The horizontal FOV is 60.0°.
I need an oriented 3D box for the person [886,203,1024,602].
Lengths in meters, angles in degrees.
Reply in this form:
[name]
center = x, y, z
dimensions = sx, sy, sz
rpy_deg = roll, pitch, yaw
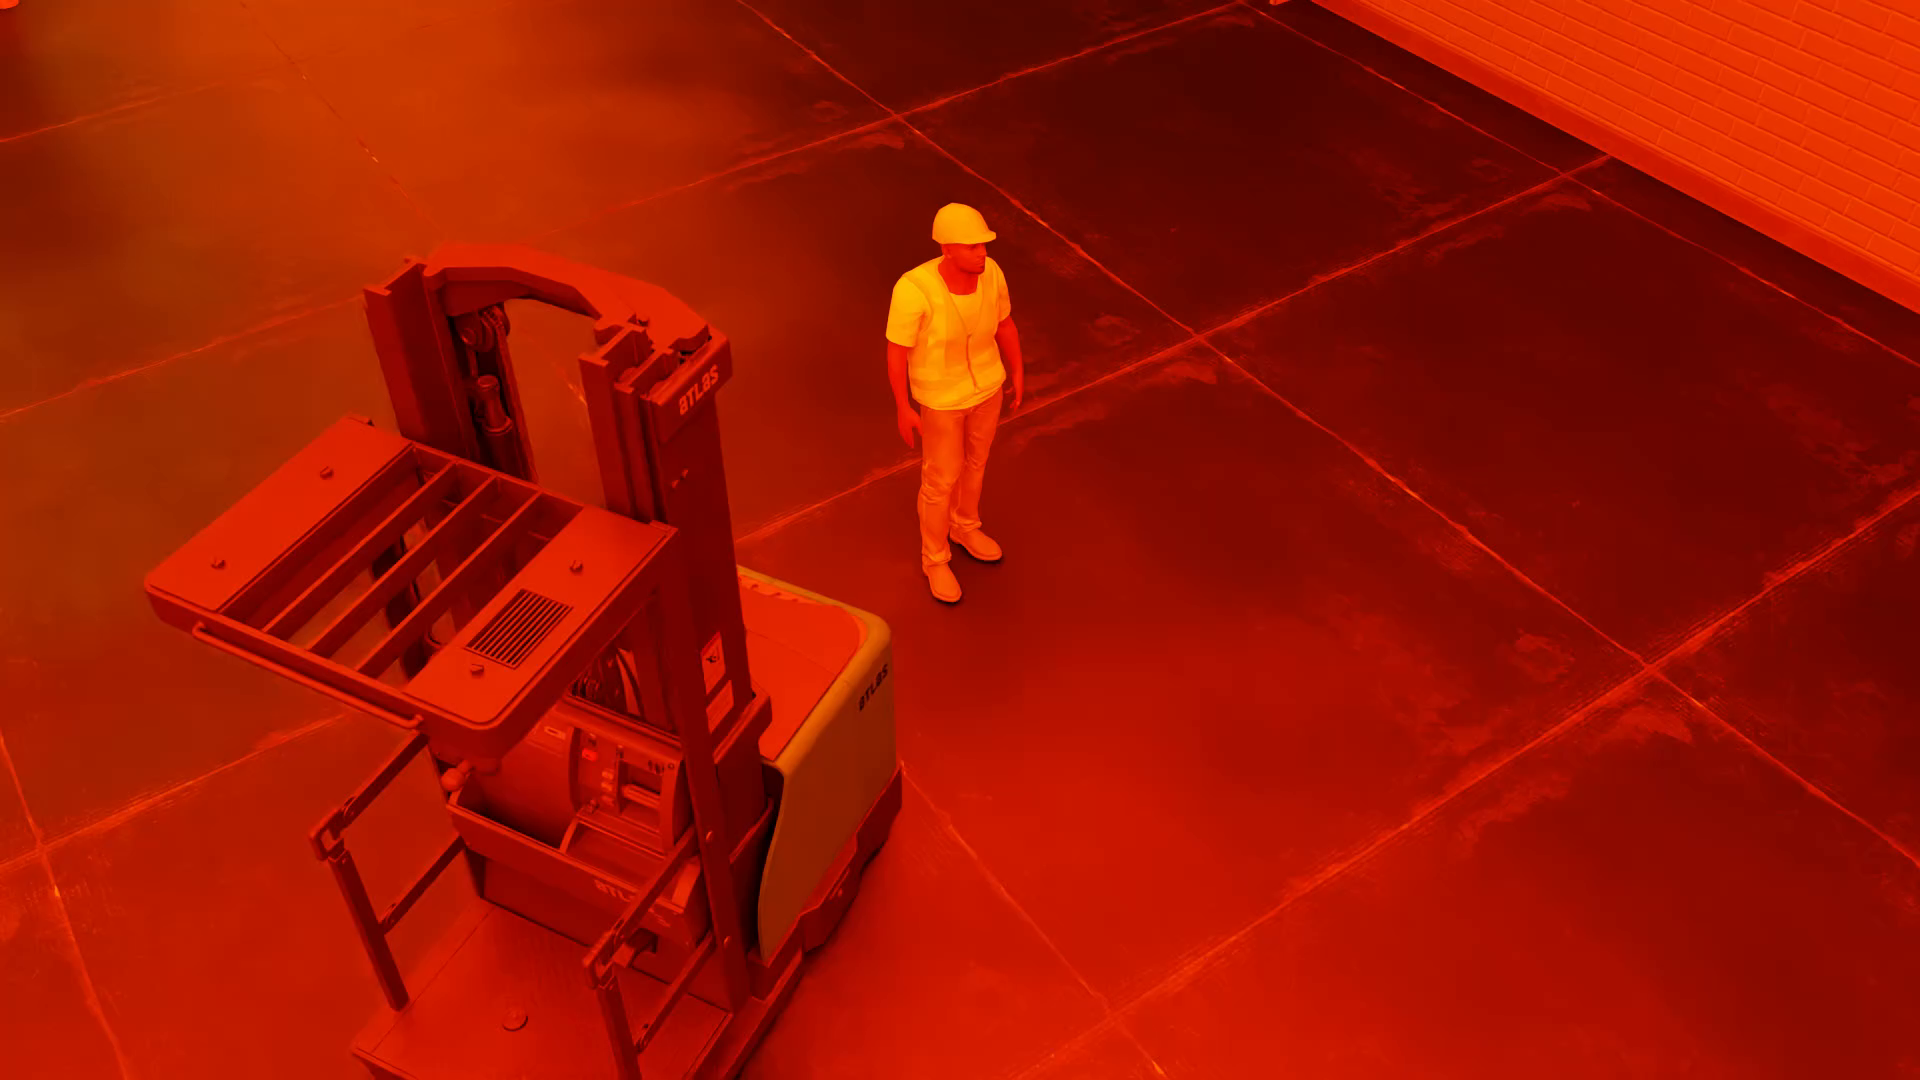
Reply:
[person]
center = 0.034, -0.614, 7.230
dimensions = 0.665, 1.765, 0.577
rpy_deg = -25, 48, -25

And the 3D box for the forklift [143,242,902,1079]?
[forklift]
center = -1.339, 0.748, 4.904
dimensions = 1.130, 2.935, 3.031
rpy_deg = 19, 46, 19
